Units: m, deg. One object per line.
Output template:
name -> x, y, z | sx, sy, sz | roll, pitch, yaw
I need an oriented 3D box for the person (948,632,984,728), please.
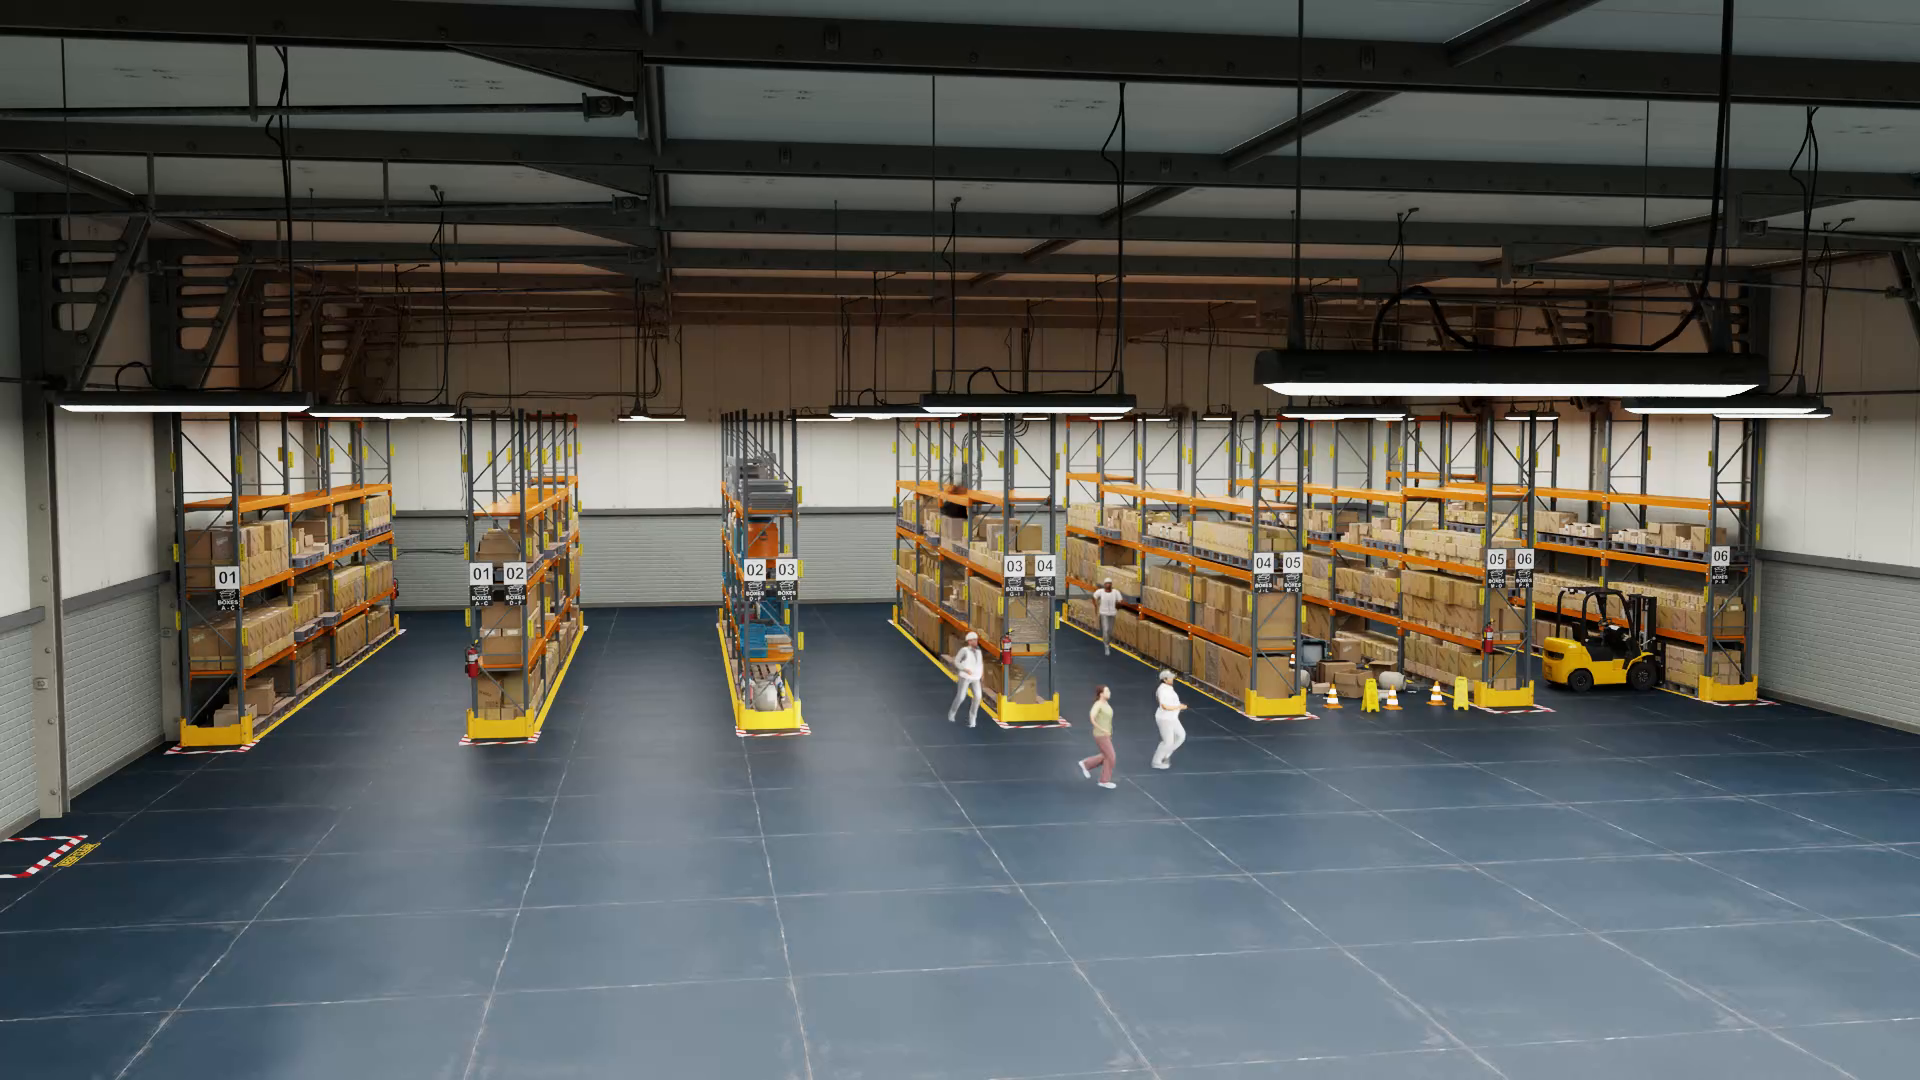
person -> 0.194, 2.649, 31.657 | 0.726, 1.800, 0.756 | -2, 5, -29

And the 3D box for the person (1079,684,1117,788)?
person -> 2.175, 3.081, 26.264 | 0.642, 1.633, 0.605 | 1, 4, 20

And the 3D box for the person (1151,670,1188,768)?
person -> 3.486, 2.981, 27.566 | 0.603, 1.656, 0.588 | 1, 4, 15

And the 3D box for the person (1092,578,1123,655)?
person -> 3.532, 1.785, 39.495 | 0.691, 1.801, 0.843 | -1, 4, -9
